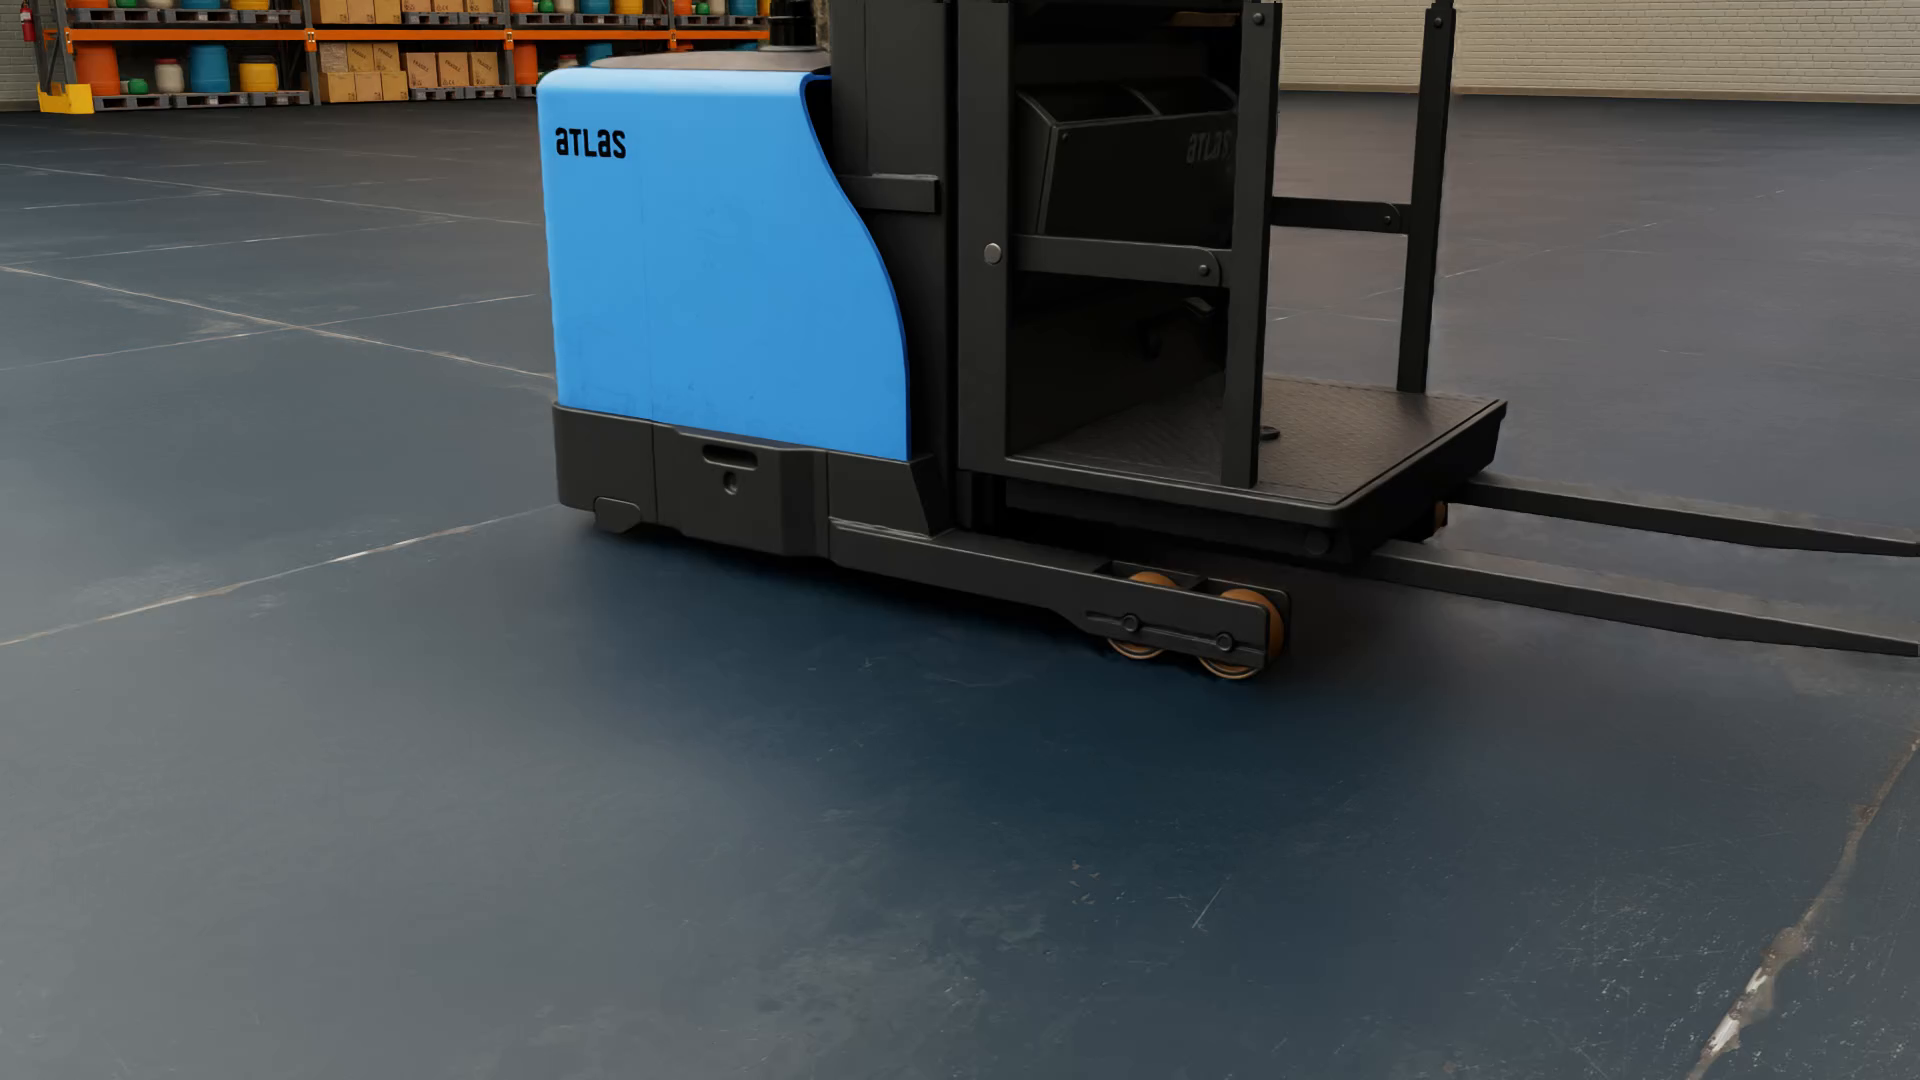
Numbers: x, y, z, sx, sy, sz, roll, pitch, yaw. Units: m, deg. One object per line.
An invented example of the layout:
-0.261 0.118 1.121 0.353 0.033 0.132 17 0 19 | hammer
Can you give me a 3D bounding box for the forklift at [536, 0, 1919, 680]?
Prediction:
0.548 -1.319 3.241 3.031 2.935 1.130 10 20 31 | forklift
